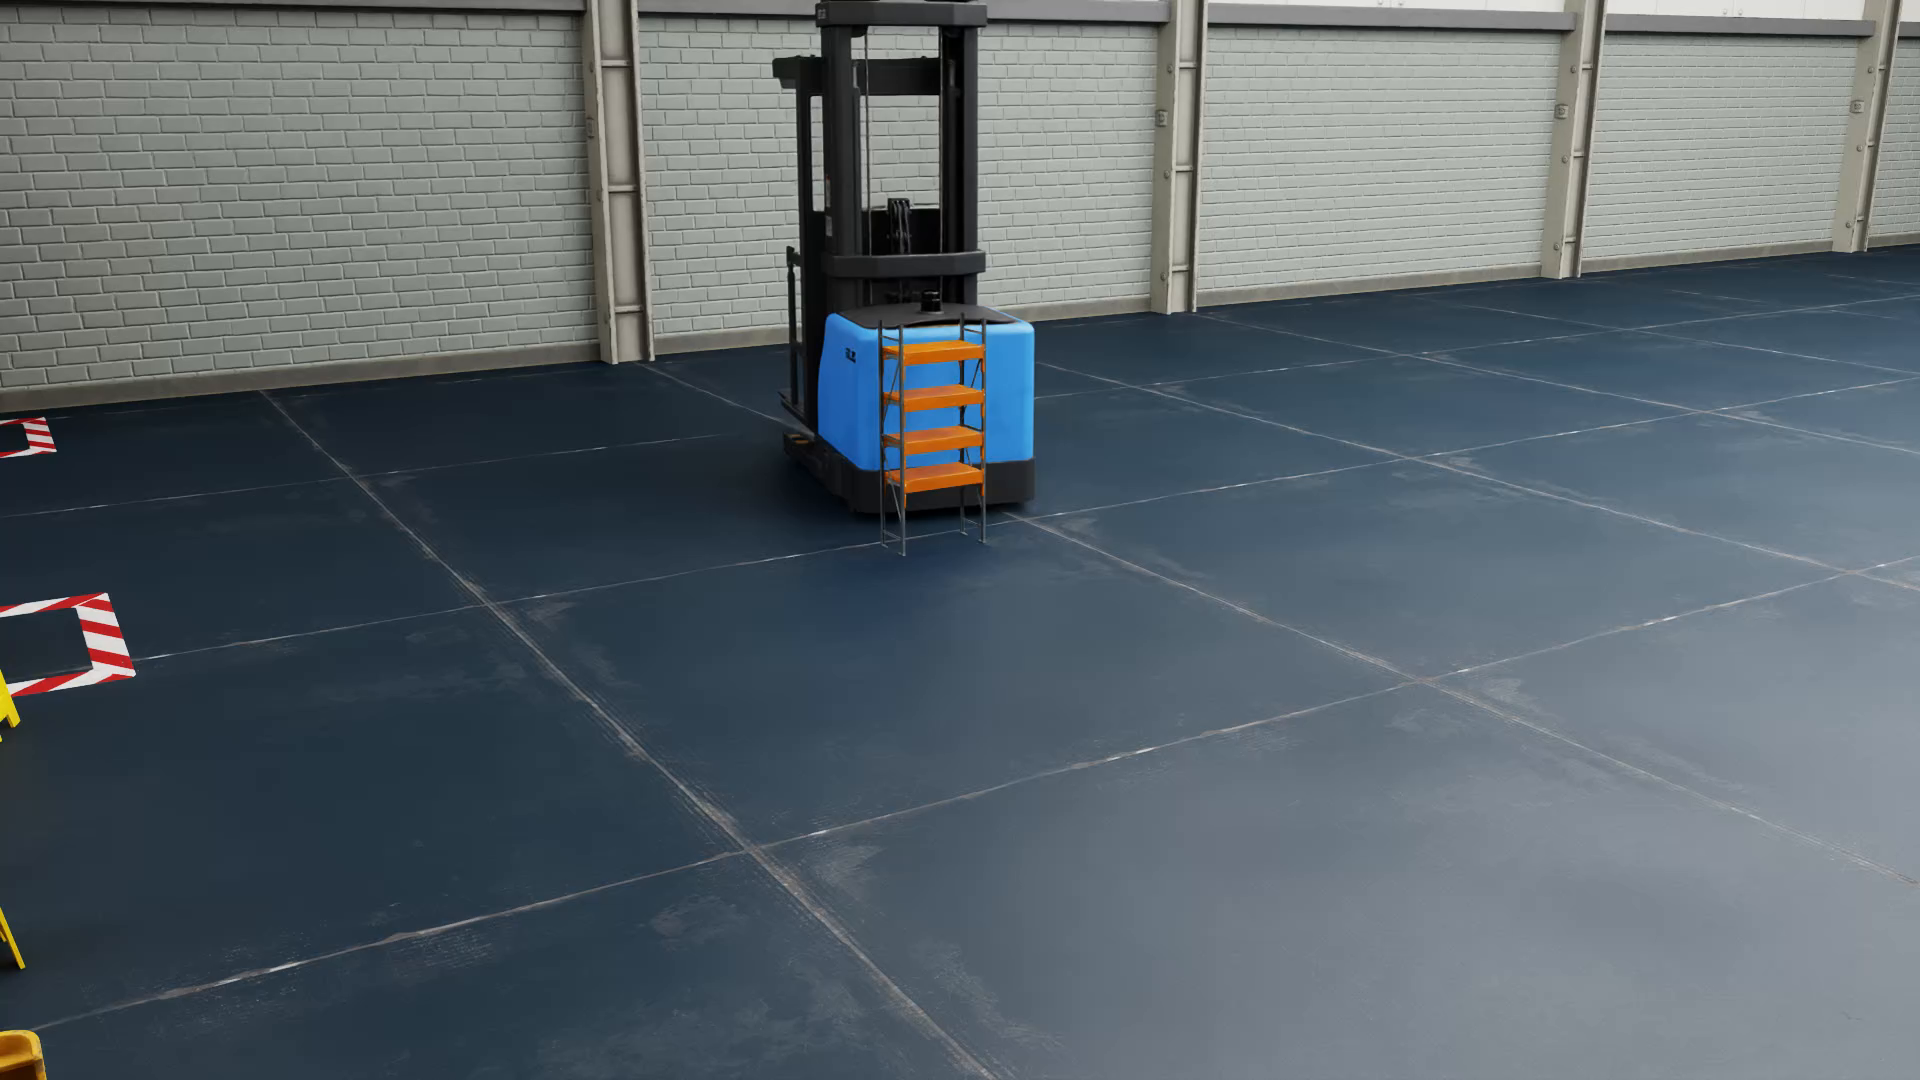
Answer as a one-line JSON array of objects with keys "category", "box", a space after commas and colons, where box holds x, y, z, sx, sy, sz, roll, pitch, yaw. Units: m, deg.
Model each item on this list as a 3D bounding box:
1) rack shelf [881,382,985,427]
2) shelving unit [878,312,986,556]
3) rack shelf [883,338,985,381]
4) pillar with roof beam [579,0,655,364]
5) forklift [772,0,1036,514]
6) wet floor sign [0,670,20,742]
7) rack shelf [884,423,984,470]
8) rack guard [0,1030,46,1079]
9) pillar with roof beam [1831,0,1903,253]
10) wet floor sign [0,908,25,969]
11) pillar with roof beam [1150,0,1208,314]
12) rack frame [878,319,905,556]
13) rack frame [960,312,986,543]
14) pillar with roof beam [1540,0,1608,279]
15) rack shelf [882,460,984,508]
[{"category": "rack shelf", "box": [-0.142, -0.705, 8.624, 0.480, 0.148, 0.258, -9, 18, -30]}, {"category": "shelving unit", "box": [-0.142, -0.555, 8.666, 0.503, 1.200, 0.258, -9, 18, -30]}, {"category": "rack shelf", "box": [-0.142, -0.933, 8.560, 0.480, 0.148, 0.258, -9, 18, -30]}, {"category": "pillar with roof beam", "box": [-0.687, -4.911, 9.756, 0.400, 9.000, 9.100, -9, 18, -30]}, {"category": "forklift", "box": [-0.510, -1.912, 10.299, 1.130, 2.935, 3.031, -5, 16, -17]}, {"category": "wet floor sign", "box": [-3.713, 0.430, 6.179, 0.232, 0.644, 0.267, -3, 16, -11]}, {"category": "rack shelf", "box": [-0.142, -0.490, 8.684, 0.480, 0.148, 0.258, -9, 18, -30]}, {"category": "rack guard", "box": [-1.770, 1.407, 2.964, 0.348, 0.500, 1.175, -9, 18, -30]}, {"category": "pillar with roof beam", "box": [14.742, -7.413, 18.682, 0.400, 9.000, 9.100, -9, 18, -30]}, {"category": "wet floor sign", "box": [-2.786, 0.878, 4.581, 0.232, 0.644, 0.267, -13, 20, -39]}, {"category": "pillar with roof beam", "box": [4.456, -5.745, 12.732, 0.400, 9.000, 9.100, -9, 18, -30]}, {"category": "rack frame", "box": [-0.351, -0.521, 8.545, 0.015, 1.200, 0.240, -9, 18, -30]}, {"category": "rack frame", "box": [0.067, -0.589, 8.787, 0.015, 1.200, 0.240, -9, 18, -30]}, {"category": "pillar with roof beam", "box": [9.599, -6.579, 15.707, 0.400, 9.000, 9.100, -9, 18, -30]}, {"category": "rack shelf", "box": [-0.142, -0.299, 8.738, 0.480, 0.148, 0.258, -9, 18, -30]}]
